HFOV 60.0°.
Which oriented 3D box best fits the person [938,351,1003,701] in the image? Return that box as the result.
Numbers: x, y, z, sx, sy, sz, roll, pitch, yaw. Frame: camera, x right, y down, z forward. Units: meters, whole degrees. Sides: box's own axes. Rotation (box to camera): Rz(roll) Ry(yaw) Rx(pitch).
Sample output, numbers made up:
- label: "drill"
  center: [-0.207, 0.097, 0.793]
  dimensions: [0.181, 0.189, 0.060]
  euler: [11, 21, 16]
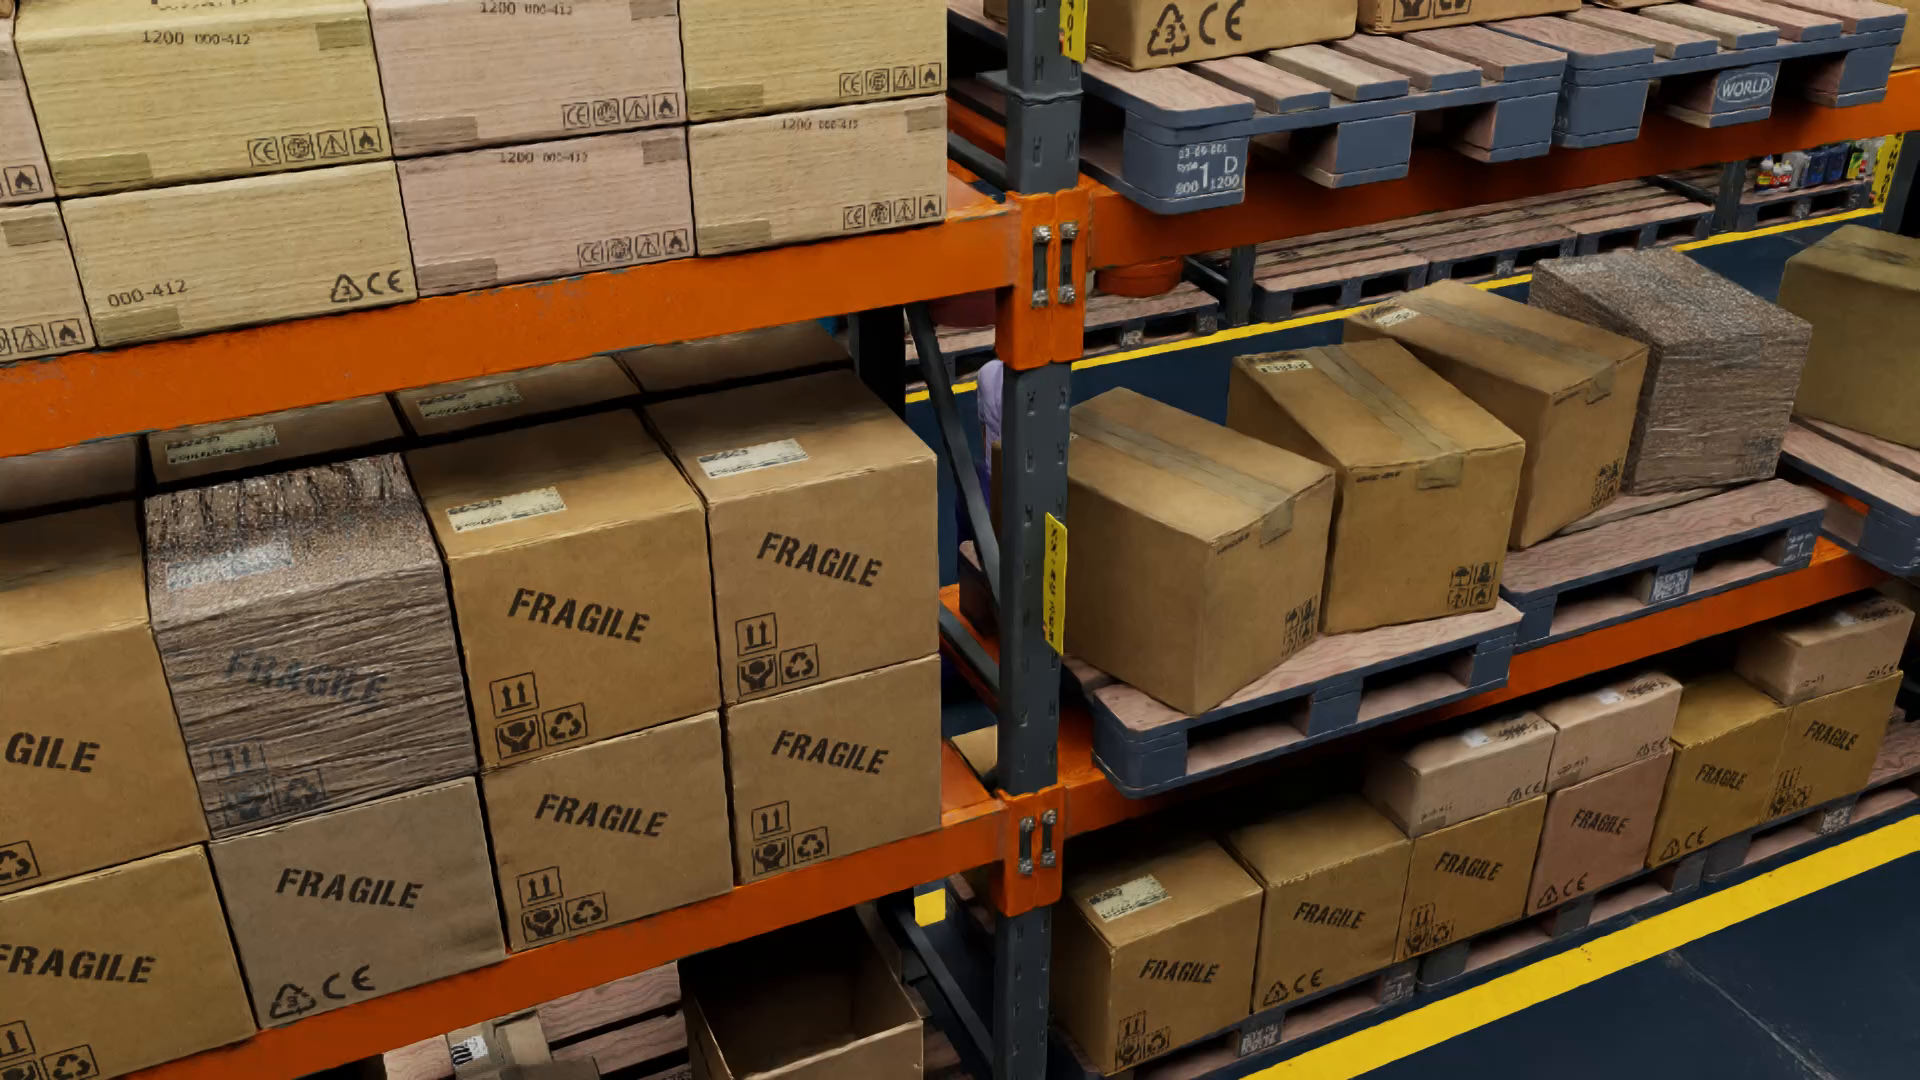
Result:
- label: "person"
  center: [0.251, -0.120, 6.358]
  dimensions: [0.746, 1.608, 0.506]
  euler: [-14, 33, -24]
